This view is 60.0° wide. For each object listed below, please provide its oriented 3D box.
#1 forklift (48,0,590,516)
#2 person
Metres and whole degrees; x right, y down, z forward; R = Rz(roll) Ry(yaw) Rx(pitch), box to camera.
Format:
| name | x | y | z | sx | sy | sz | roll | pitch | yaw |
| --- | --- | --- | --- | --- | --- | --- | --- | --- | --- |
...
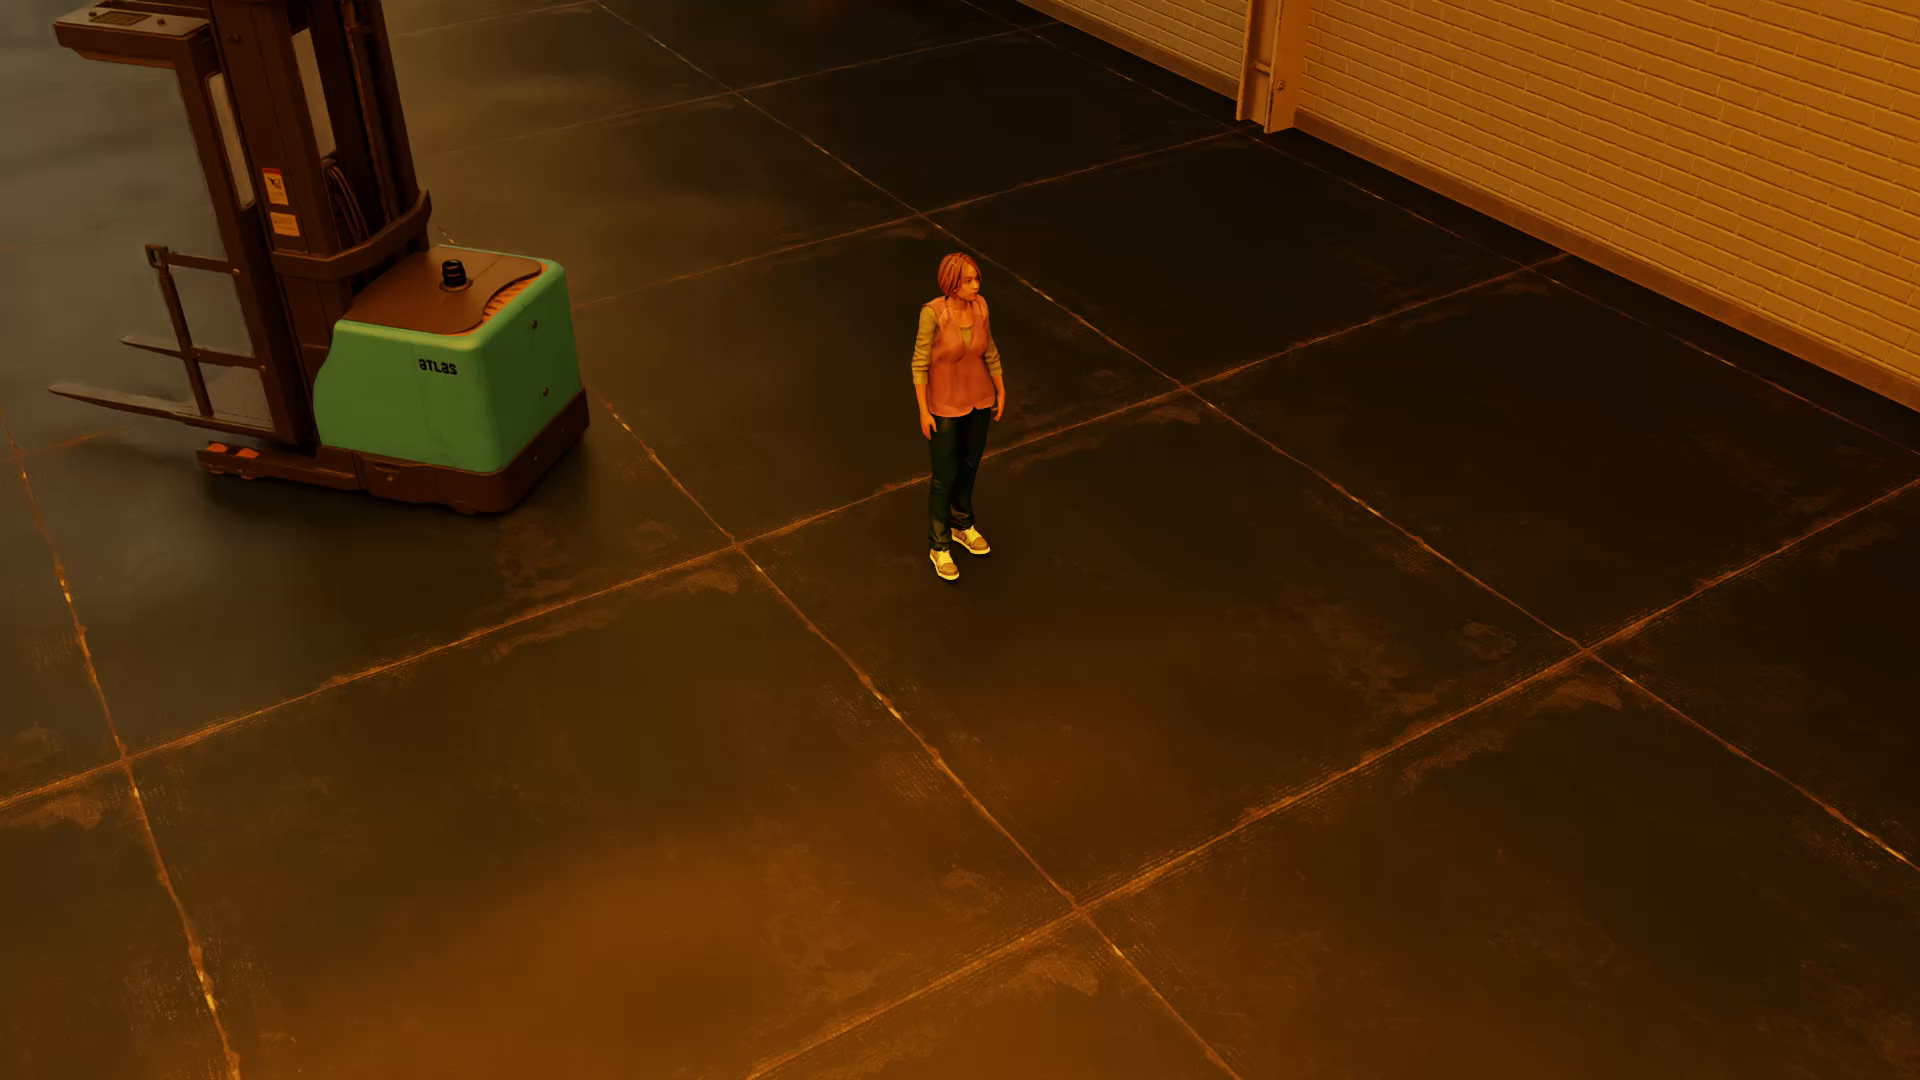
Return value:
| name | x | y | z | sx | sy | sz | roll | pitch | yaw |
| --- | --- | --- | --- | --- | --- | --- | --- | --- | --- |
| forklift | -3.694 | -1.813 | 8.727 | 3.031 | 2.935 | 1.130 | 10 | 36 | 14 |
| person | 0.029 | -0.619 | 8.177 | 0.521 | 1.599 | 0.473 | -21 | 40 | -27 |
